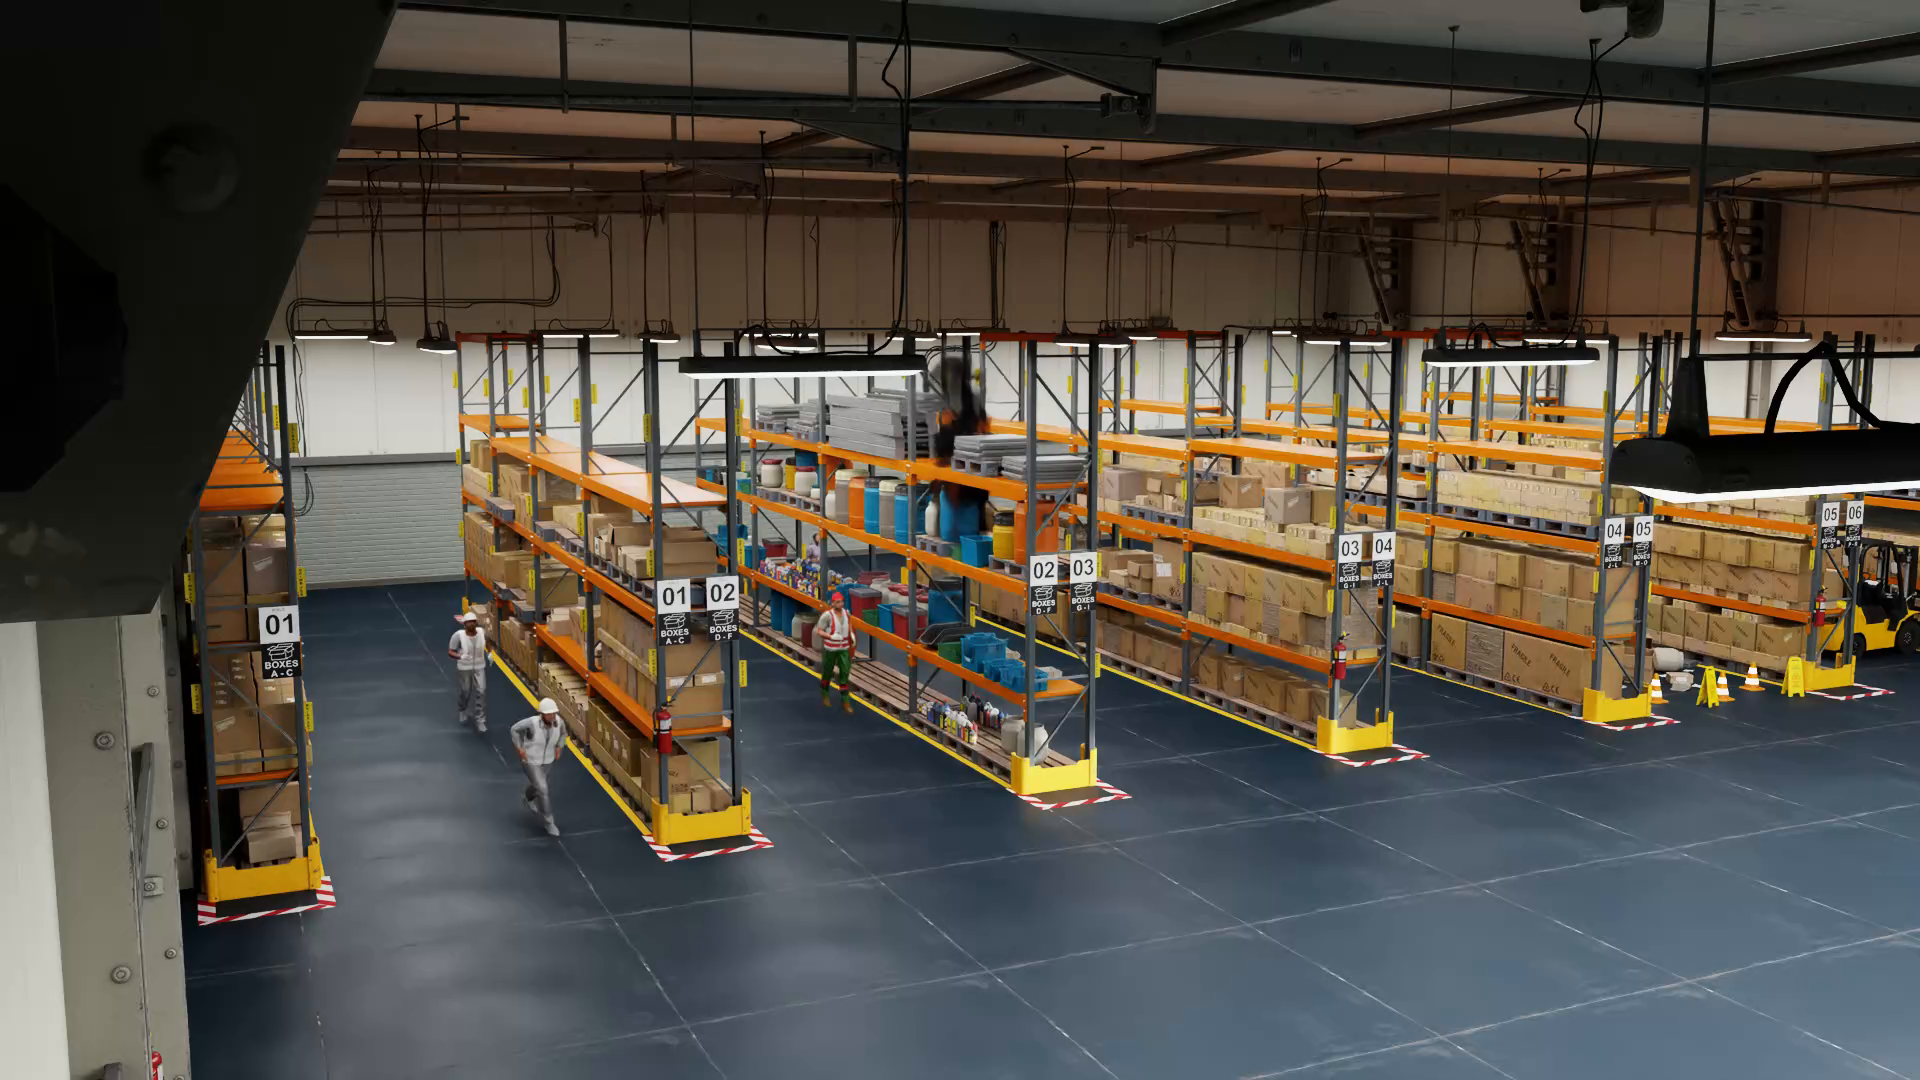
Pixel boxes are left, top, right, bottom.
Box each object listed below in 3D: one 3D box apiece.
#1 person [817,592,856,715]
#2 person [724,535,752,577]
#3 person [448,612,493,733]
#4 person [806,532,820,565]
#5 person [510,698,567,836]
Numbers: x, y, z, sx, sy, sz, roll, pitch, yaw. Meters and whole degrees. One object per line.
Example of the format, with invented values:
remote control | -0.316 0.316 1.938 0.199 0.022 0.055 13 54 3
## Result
person | -1.895 1.709 25.610 0.680 1.850 0.797 -4 9 -30
person | -5.289 0.171 39.585 0.695 1.716 0.589 -1 8 -9
person | -7.521 2.008 25.593 0.703 1.832 0.850 -5 9 -31
person | -3.127 0.672 36.072 0.546 1.699 0.808 -5 9 -31
person | -5.240 2.749 20.598 0.697 1.732 1.050 -6 9 -35
